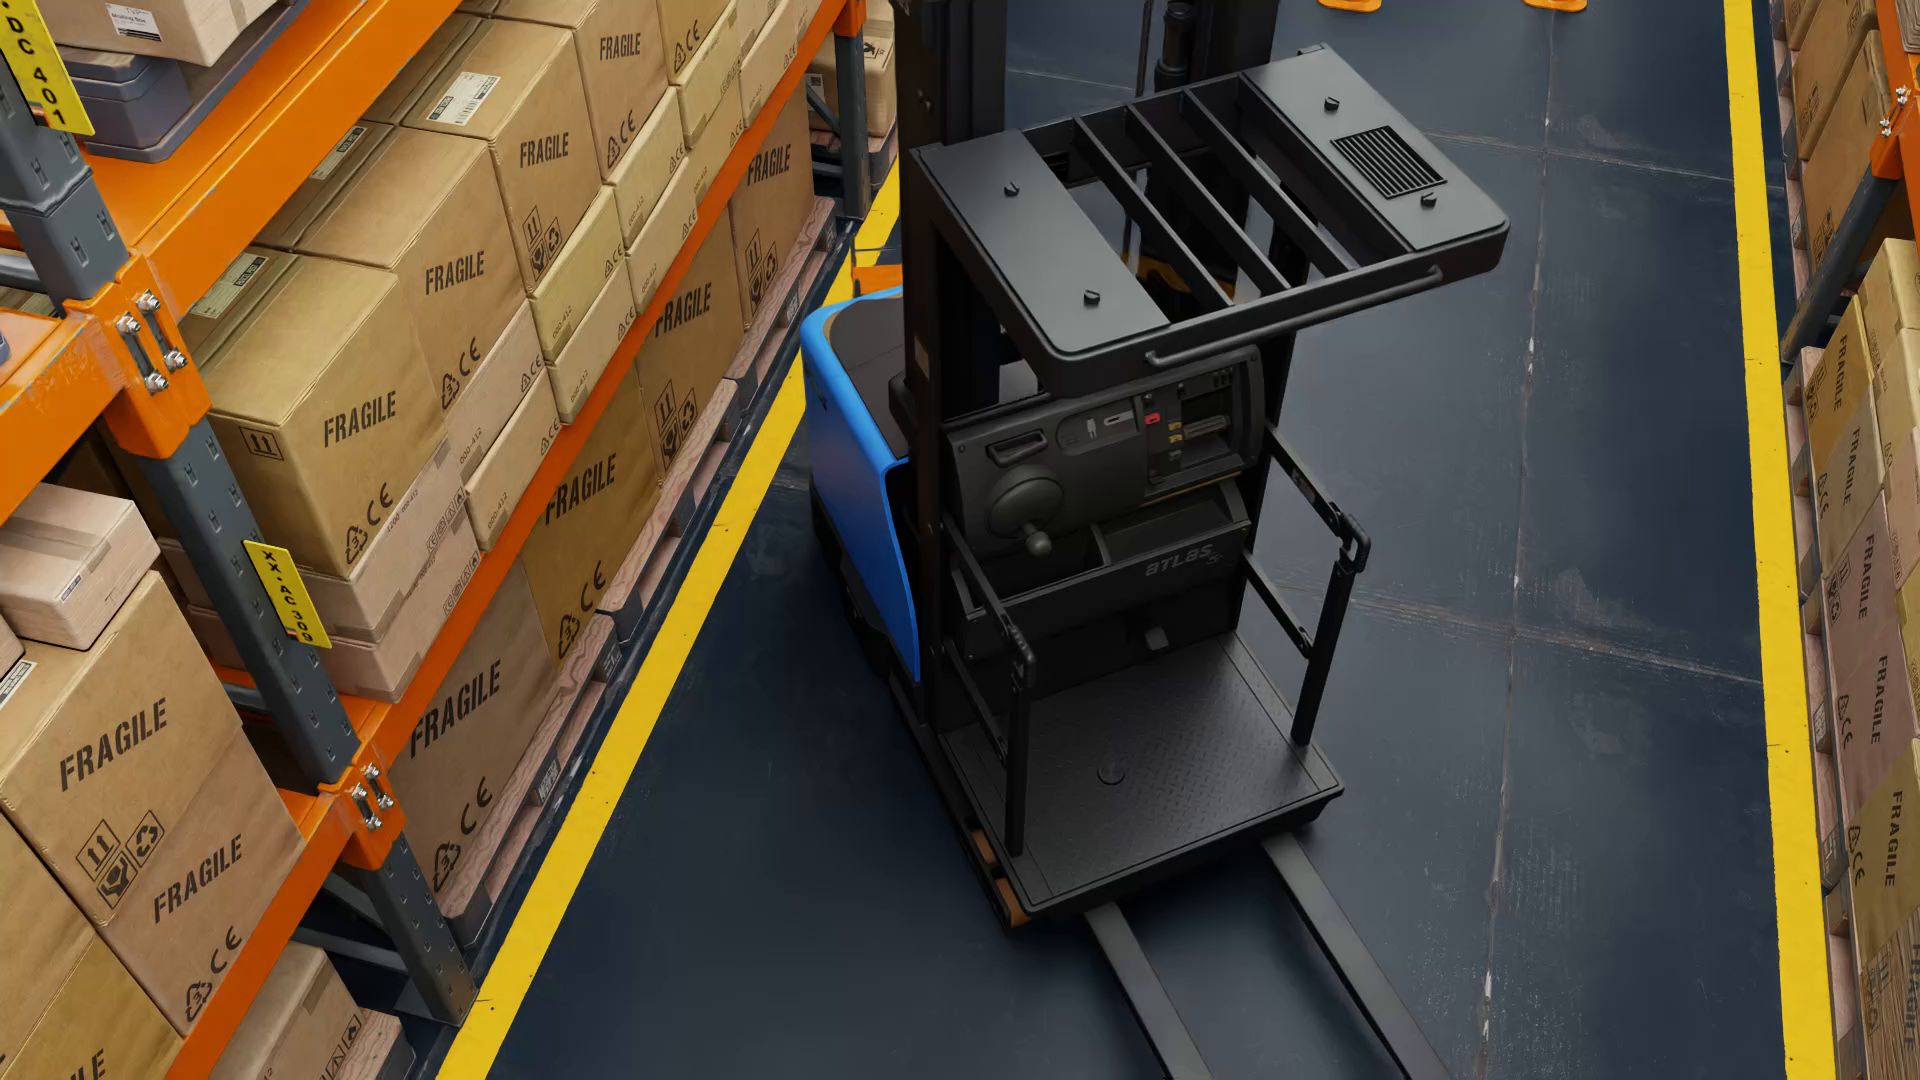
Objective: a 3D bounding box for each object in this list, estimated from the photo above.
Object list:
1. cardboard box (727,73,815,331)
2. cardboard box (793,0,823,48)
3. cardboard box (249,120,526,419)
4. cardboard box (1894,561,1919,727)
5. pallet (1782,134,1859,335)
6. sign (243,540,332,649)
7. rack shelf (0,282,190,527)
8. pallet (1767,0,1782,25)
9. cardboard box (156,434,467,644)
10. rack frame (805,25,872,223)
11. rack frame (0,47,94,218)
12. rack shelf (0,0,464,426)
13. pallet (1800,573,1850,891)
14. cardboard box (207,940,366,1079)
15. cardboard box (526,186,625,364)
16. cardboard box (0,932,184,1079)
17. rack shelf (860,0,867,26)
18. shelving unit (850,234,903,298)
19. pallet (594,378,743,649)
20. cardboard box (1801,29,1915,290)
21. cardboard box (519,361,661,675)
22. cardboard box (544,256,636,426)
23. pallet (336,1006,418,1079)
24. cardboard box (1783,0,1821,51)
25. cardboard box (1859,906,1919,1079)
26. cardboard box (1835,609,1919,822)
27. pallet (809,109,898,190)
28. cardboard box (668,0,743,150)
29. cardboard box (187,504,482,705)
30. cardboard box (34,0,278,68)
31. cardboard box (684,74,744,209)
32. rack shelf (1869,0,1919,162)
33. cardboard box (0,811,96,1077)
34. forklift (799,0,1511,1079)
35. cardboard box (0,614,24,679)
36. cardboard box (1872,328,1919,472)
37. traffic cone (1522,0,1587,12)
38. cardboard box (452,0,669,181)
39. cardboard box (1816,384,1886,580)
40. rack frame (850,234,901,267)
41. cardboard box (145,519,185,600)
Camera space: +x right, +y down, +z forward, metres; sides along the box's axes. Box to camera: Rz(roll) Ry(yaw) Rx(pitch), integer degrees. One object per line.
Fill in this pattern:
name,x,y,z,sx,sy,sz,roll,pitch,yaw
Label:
cardboard box,-1.163,-1.523,6.731,0.875,0.875,0.875,11,50,10
cardboard box,-0.784,-2.104,6.206,0.500,0.250,0.500,10,49,9
cardboard box,-1.454,-0.676,4.112,0.500,0.500,0.500,11,50,10
cardboard box,3.074,0.324,4.851,0.500,0.250,0.500,10,49,8
pallet,4.181,-1.299,7.256,1.003,0.211,1.213,12,50,10
sign,-1.418,0.119,3.514,0.100,0.325,0.005,12,50,10
rack shelf,-2.480,1.015,1.833,1.077,0.370,4.000,12,50,10
pallet,4.823,-3.064,8.814,1.003,0.211,1.213,12,50,10
cardboard box,-1.566,-0.055,4.065,0.500,0.250,0.500,10,49,9
rack frame,-0.901,-2.570,6.518,1.000,3.000,0.127,12,50,10
rack frame,-1.954,-1.662,1.715,1.000,3.000,0.127,12,50,10
rack shelf,-1.428,-1.878,4.386,1.077,0.370,4.000,12,50,10
pallet,3.371,0.701,5.491,1.003,0.211,1.213,12,50,10
cardboard box,-2.223,1.465,4.385,0.875,0.438,0.875,11,49,9
cardboard box,-1.297,-0.798,4.720,0.500,0.250,0.500,12,50,11
cardboard box,-1.959,1.049,3.257,0.500,0.500,0.500,10,49,9
rack shelf,-0.375,-3.779,8.064,1.077,0.370,4.000,12,50,10
shelving unit,-0.271,-0.633,6.109,0.215,1.050,0.252,-5,49,-4
pallet,-1.504,-0.213,6.297,1.003,0.211,1.213,12,50,10
cardboard box,4.148,-1.484,6.779,1.050,0.750,0.750,11,49,10
cardboard box,-1.638,-0.232,5.591,0.875,0.875,0.875,13,50,11
cardboard box,-1.298,-0.636,4.910,0.500,0.250,0.500,11,50,10
pallet,-2.230,1.780,4.538,1.003,0.211,1.213,12,50,10
cardboard box,4.620,-2.791,7.933,1.050,0.750,0.750,12,50,10
cardboard box,2.800,1.330,4.463,0.500,0.500,0.500,11,49,9
cardboard box,3.075,0.589,5.117,0.500,0.500,0.500,11,49,9
pallet,-0.694,-2.213,8.062,1.003,0.211,1.213,12,50,10
cardboard box,-1.030,-1.540,5.375,0.500,0.250,0.500,10,49,9
cardboard box,-1.583,0.106,4.255,0.500,0.250,0.500,11,49,9
cardboard box,-1.485,-1.057,2.991,0.396,0.266,0.258,11,50,10
cardboard box,-1.051,-1.370,5.559,0.500,0.250,0.500,11,50,10
rack shelf,4.427,-2.875,7.267,1.077,0.370,4.000,12,50,10
cardboard box,-1.953,0.720,2.880,0.500,0.500,0.500,11,49,9
forklift,0.505,-0.140,4.418,1.130,2.935,3.031,-18,51,-15
cardboard box,-1.902,0.199,2.907,0.380,0.149,0.250,13,50,11
cardboard box,3.353,-0.409,5.497,0.500,0.250,0.500,11,49,10
traffic cone,3.144,-3.048,8.632,0.336,0.463,0.334,12,50,10
cardboard box,-1.189,-1.413,4.763,0.500,0.500,0.500,11,49,9
cardboard box,3.340,-0.153,5.771,0.500,0.500,0.500,12,50,10
rack frame,-0.285,-0.724,6.189,0.200,1.050,0.008,-5,49,-4
cardboard box,-2.072,-0.160,4.157,0.500,0.250,0.500,12,50,10
